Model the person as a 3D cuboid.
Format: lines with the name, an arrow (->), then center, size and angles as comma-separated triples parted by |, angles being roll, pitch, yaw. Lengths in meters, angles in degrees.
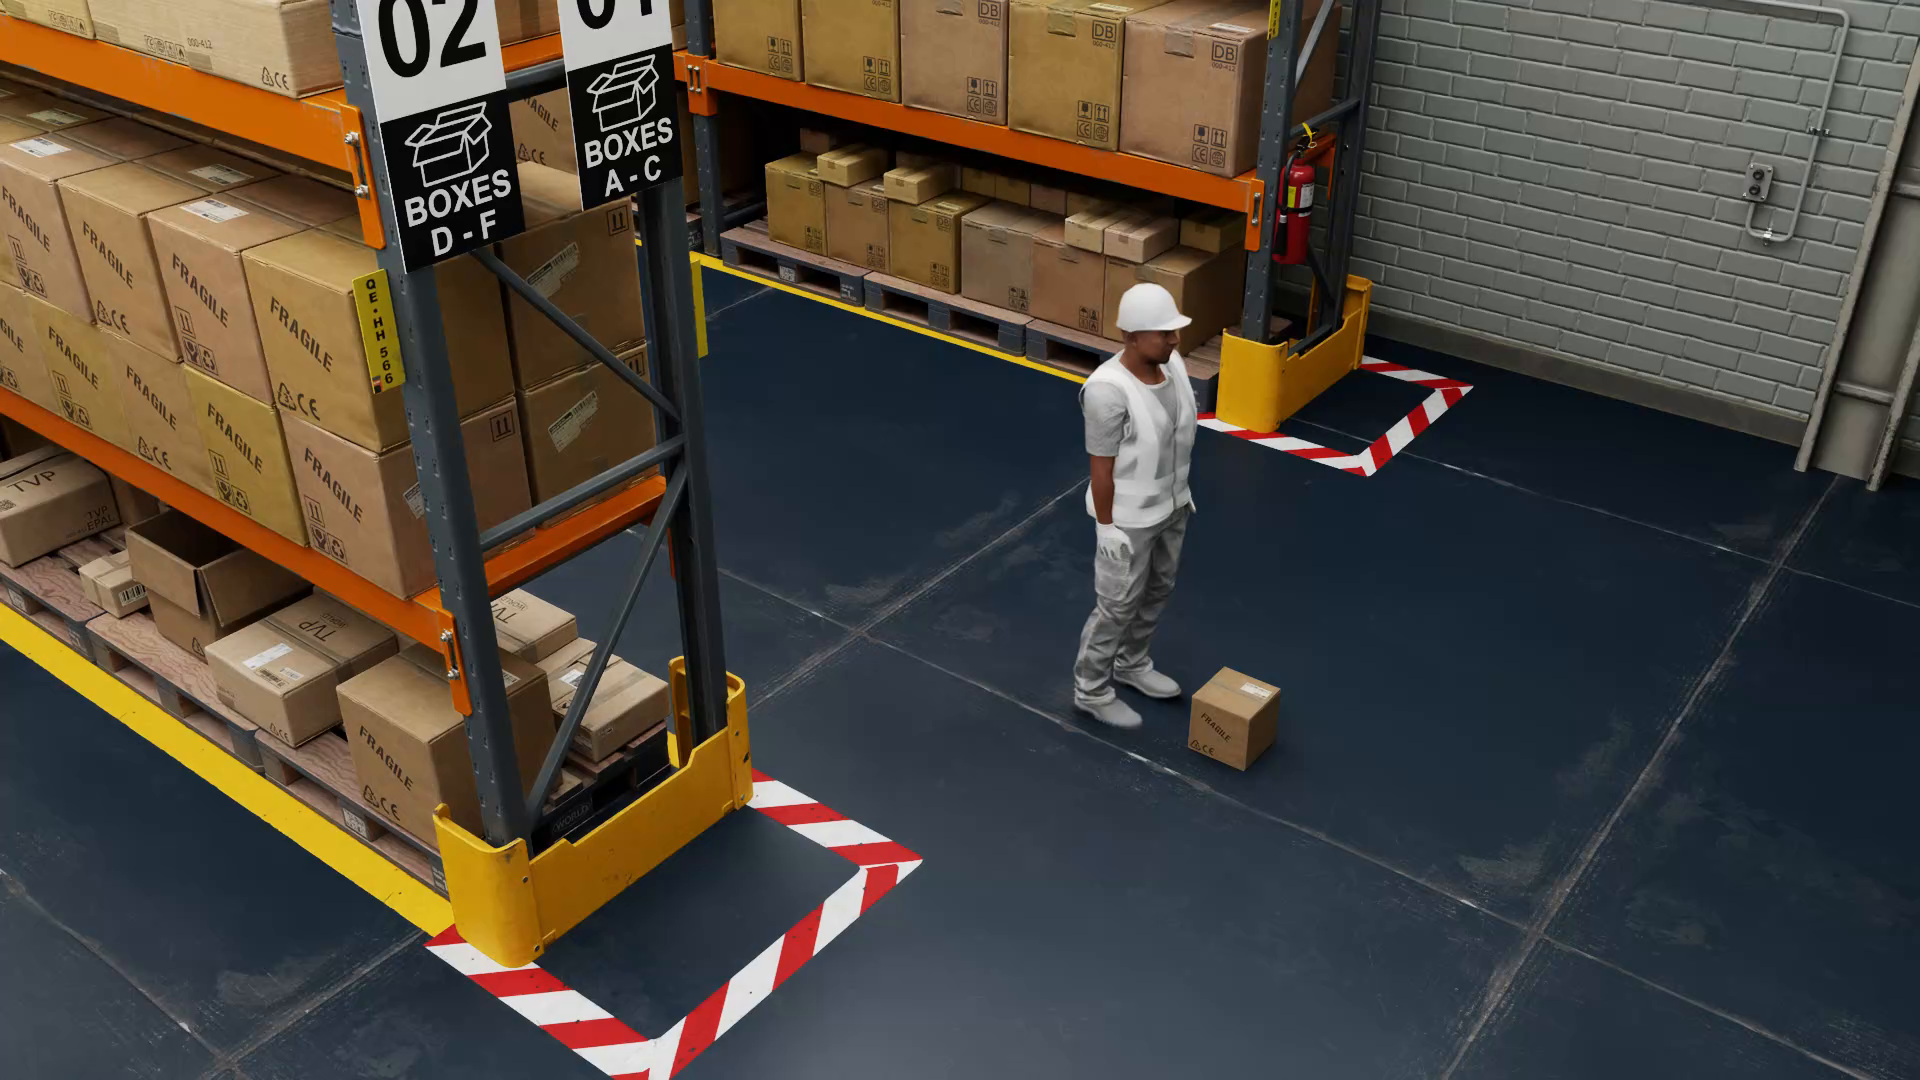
person -> 0.683, -0.122, 6.335 | 0.356, 1.795, 0.545 | 22, 37, 32
